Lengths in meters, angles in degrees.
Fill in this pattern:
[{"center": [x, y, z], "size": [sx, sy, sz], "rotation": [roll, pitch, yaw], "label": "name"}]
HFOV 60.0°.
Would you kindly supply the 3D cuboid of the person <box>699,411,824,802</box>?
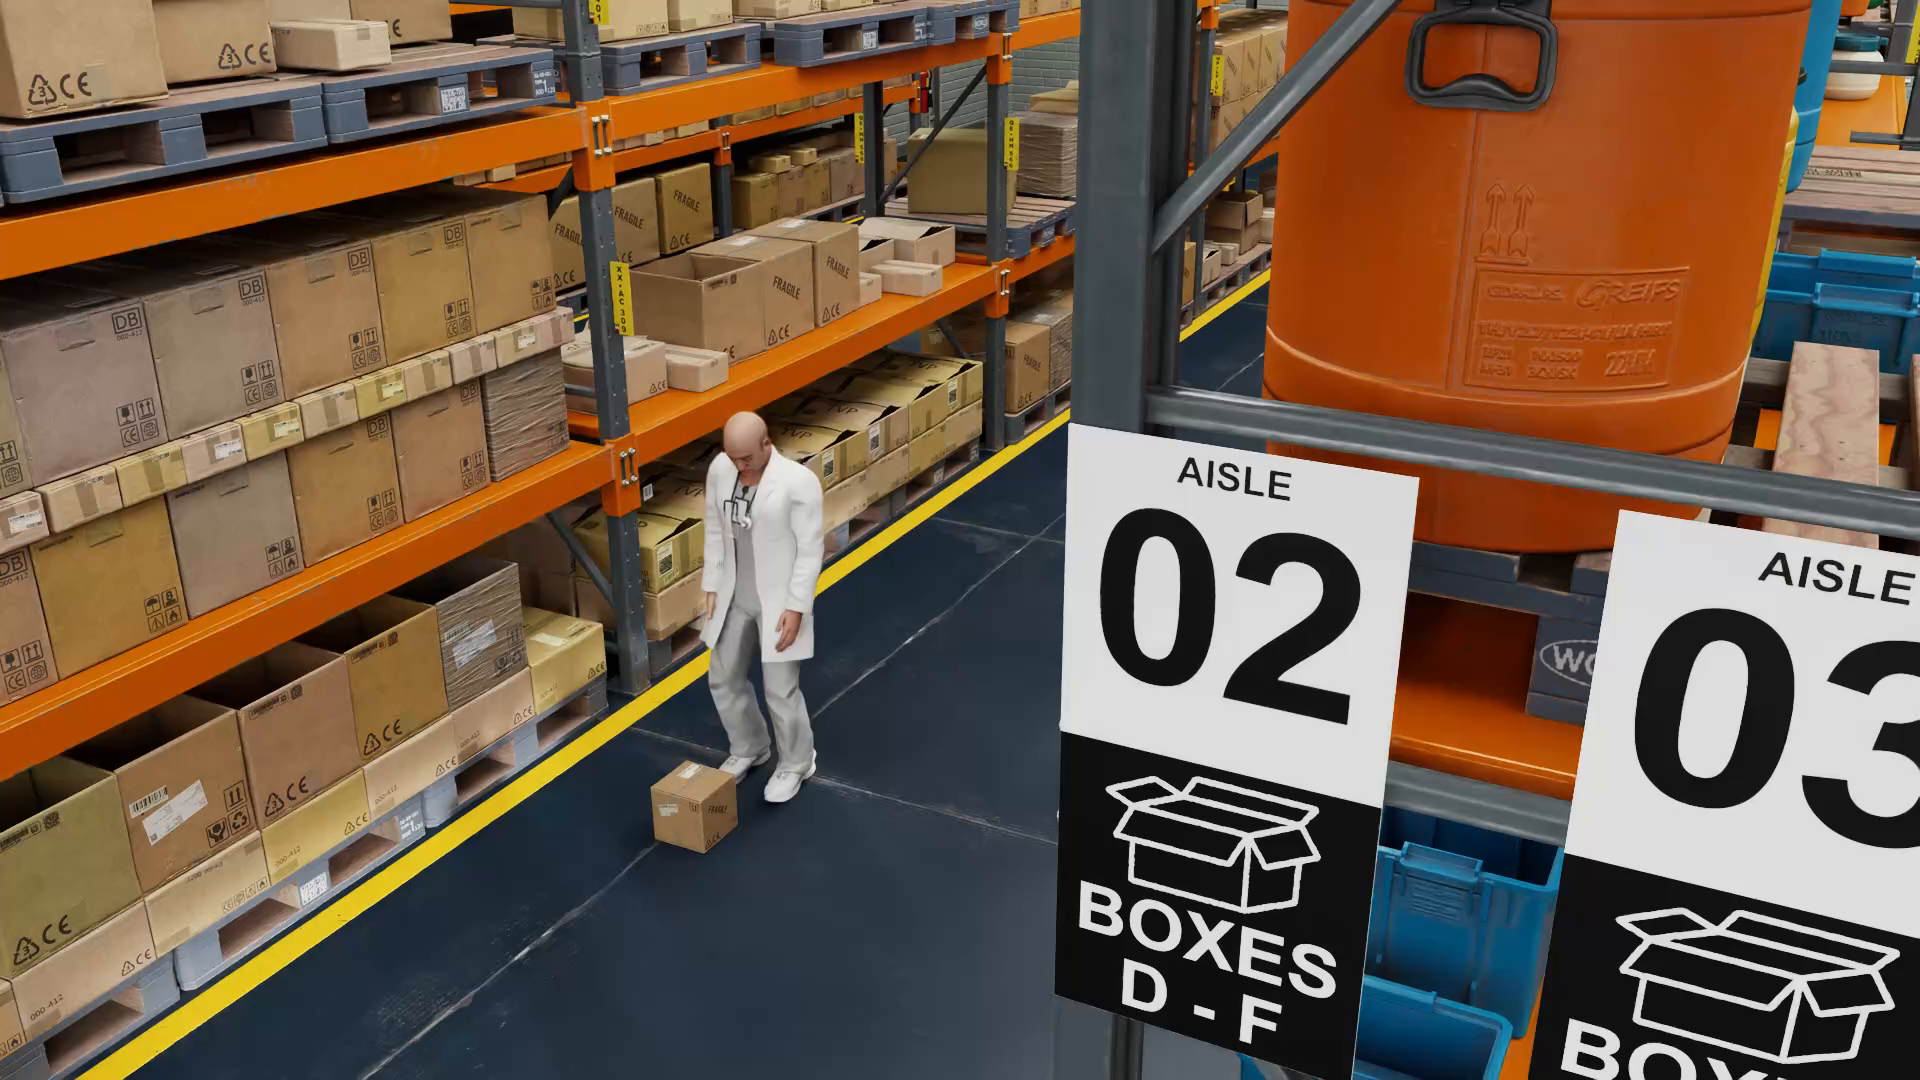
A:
[{"center": [-0.831, 0.265, 7.040], "size": [0.587, 1.737, 0.409], "rotation": [12, 25, 27], "label": "person"}]
